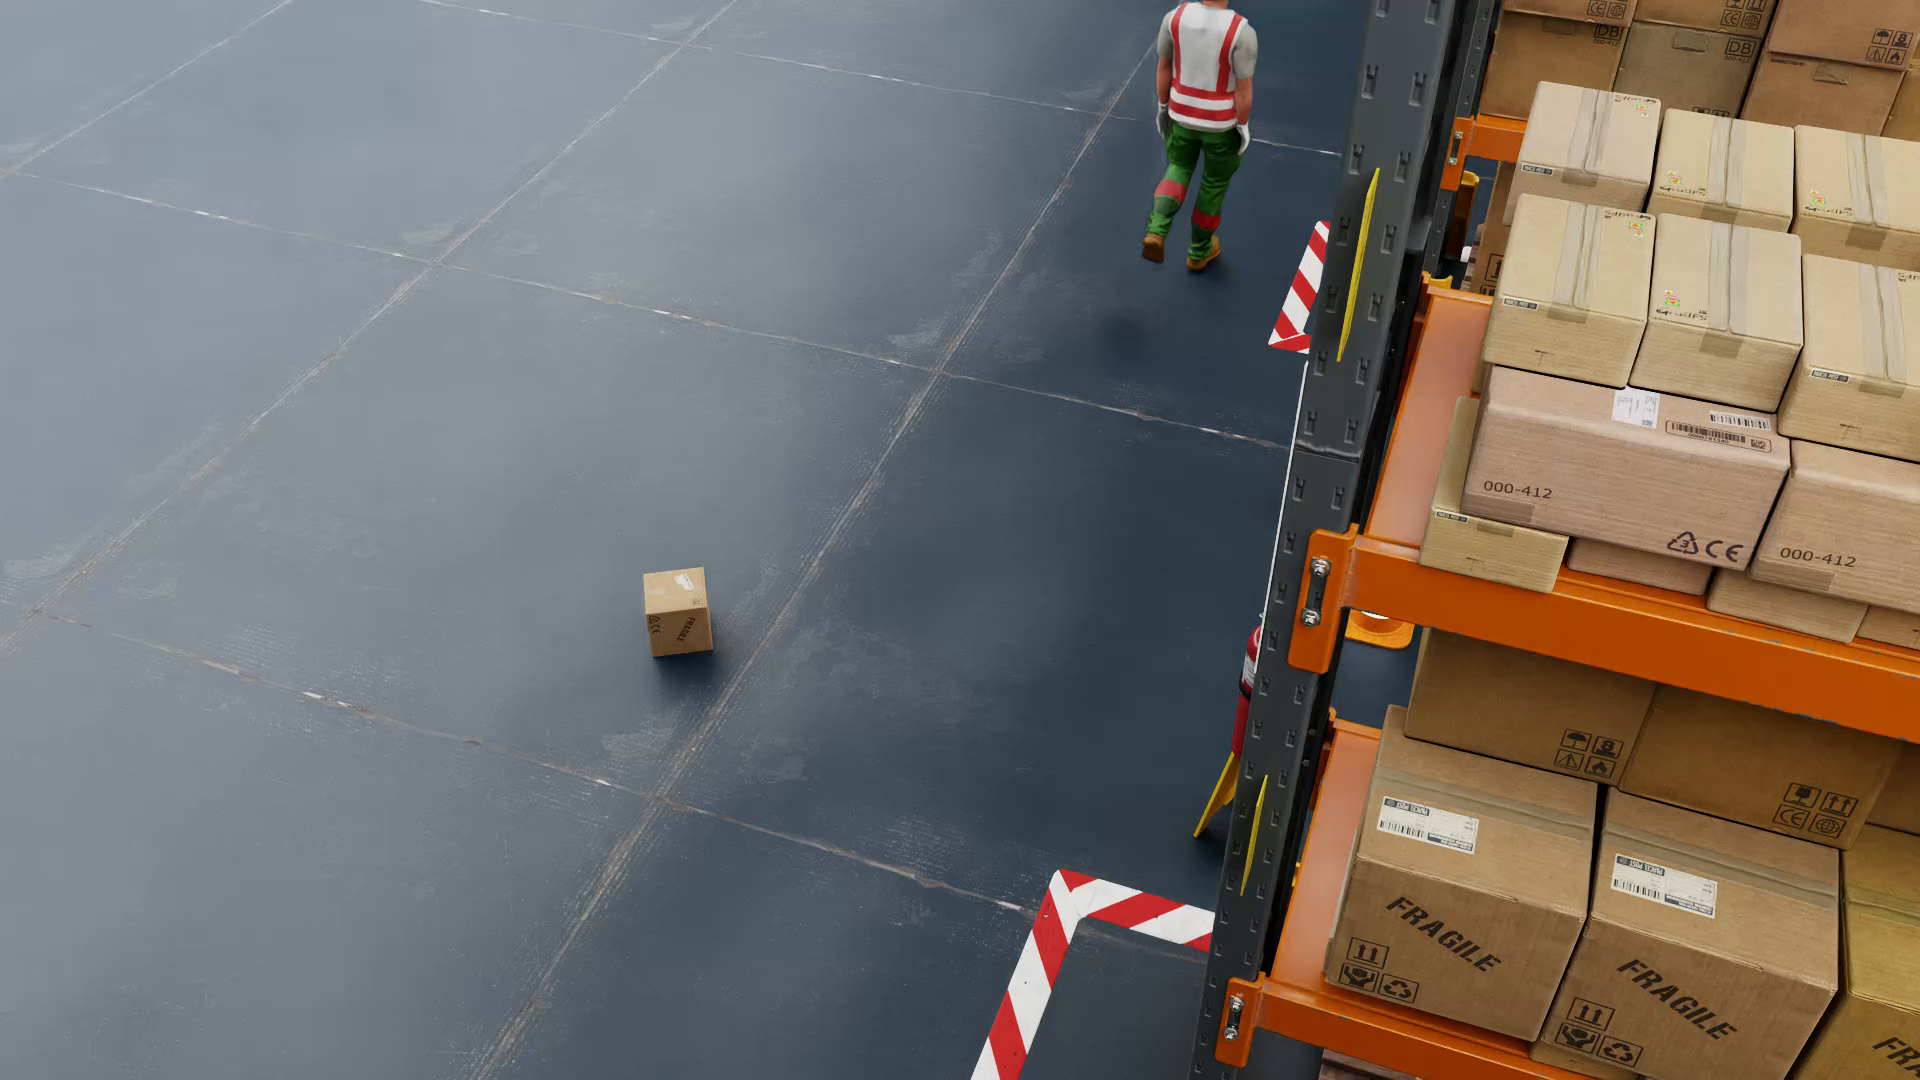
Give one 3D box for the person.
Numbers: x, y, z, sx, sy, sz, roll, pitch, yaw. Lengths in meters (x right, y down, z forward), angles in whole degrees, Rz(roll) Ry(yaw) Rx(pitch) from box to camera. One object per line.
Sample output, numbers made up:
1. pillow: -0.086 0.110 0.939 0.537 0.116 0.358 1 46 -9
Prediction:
1. person: 1.250 -2.176 8.599 0.529 1.781 0.586 22 46 23
